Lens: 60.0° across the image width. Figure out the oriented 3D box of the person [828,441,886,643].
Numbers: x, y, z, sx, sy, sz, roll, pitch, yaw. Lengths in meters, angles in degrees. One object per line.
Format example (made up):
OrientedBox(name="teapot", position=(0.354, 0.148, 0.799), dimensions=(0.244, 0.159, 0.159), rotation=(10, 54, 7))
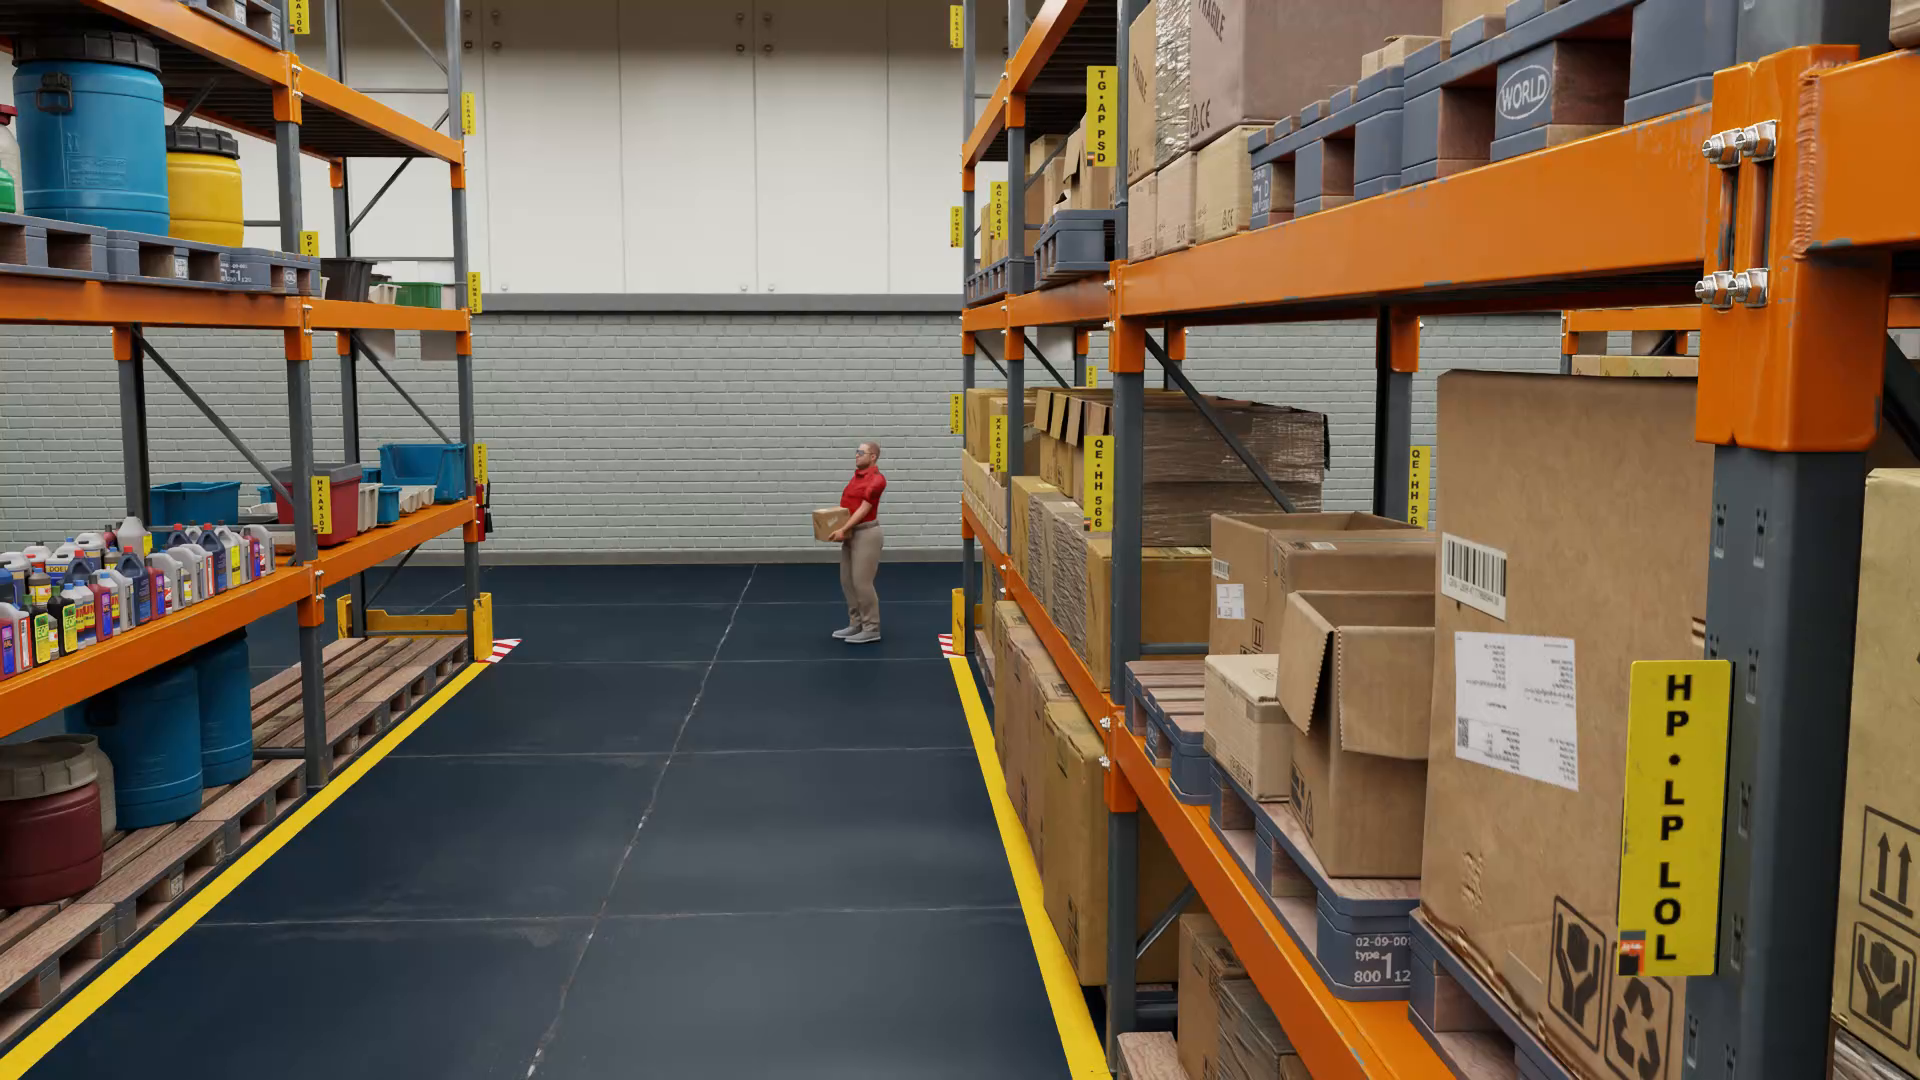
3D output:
OrientedBox(name="person", position=(-0.923, 0.015, 14.235), dimensions=(0.529, 1.712, 0.494), rotation=(-3, 8, -26))
